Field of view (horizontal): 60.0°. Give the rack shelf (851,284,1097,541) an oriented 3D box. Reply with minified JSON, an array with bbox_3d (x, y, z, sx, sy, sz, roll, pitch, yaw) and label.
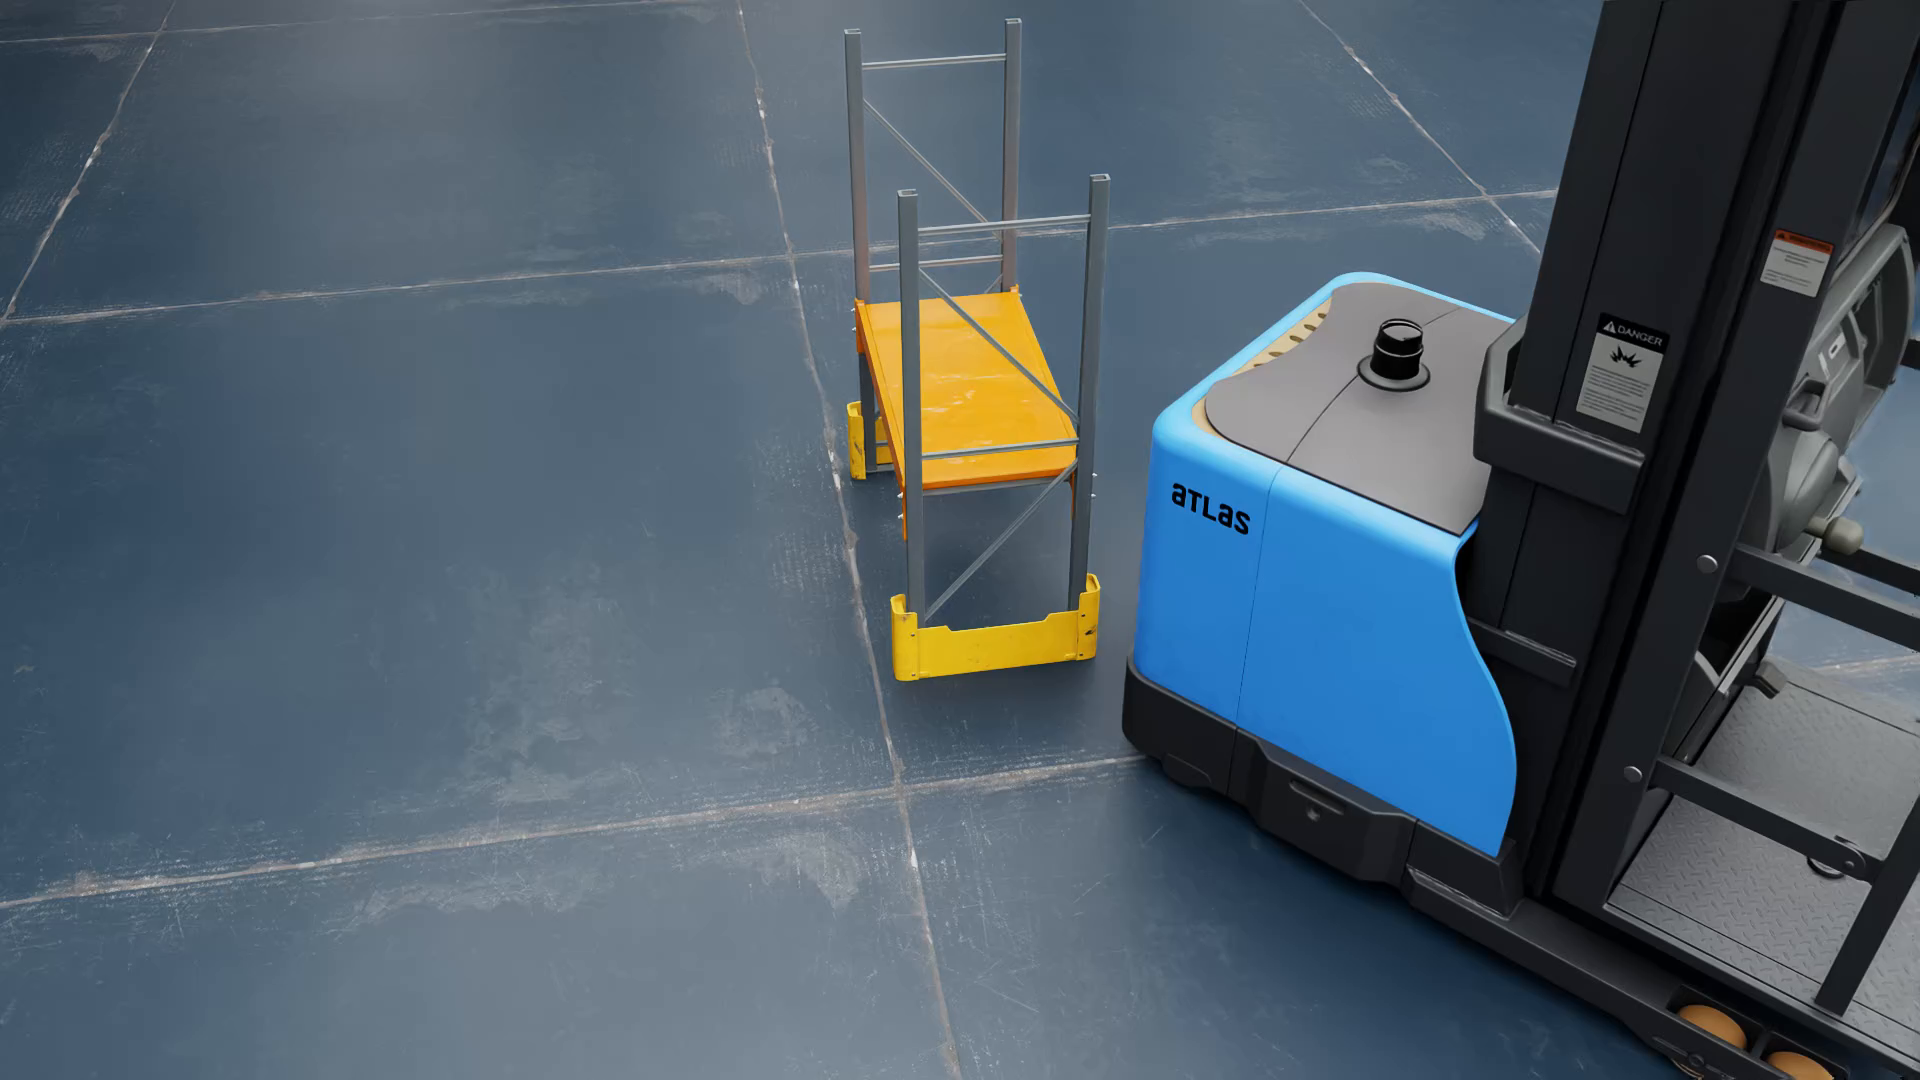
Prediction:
[{"bbox_3d":[0.015,-0.399,4.834,0.538,0.185,1.000,-6,38,-8],"label":"rack shelf"}]

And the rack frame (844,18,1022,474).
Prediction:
[{"bbox_3d":[-0.074,-0.848,5.119,0.500,1.500,0.032,-6,38,-8],"label":"rack frame"}]

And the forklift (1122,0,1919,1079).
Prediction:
[{"bbox_3d":[1.899,-0.252,3.185,3.031,2.935,1.130,26,45,30],"label":"forklift"}]

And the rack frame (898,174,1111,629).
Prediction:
[{"bbox_3d":[0.104,-0.234,4.328,0.500,1.500,0.032,-6,38,-8],"label":"rack frame"}]

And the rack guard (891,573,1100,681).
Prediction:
[{"bbox_3d":[0.101,0.248,4.727,0.587,0.250,0.087,-6,38,-8],"label":"rack guard"}]

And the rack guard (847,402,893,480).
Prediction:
[{"bbox_3d":[-0.074,-0.353,5.501,0.587,0.250,0.087,-6,38,-8],"label":"rack guard"}]

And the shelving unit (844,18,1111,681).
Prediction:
[{"bbox_3d":[0.013,-0.546,4.731,0.587,1.500,1.083,-6,38,-8],"label":"shelving unit"}]
